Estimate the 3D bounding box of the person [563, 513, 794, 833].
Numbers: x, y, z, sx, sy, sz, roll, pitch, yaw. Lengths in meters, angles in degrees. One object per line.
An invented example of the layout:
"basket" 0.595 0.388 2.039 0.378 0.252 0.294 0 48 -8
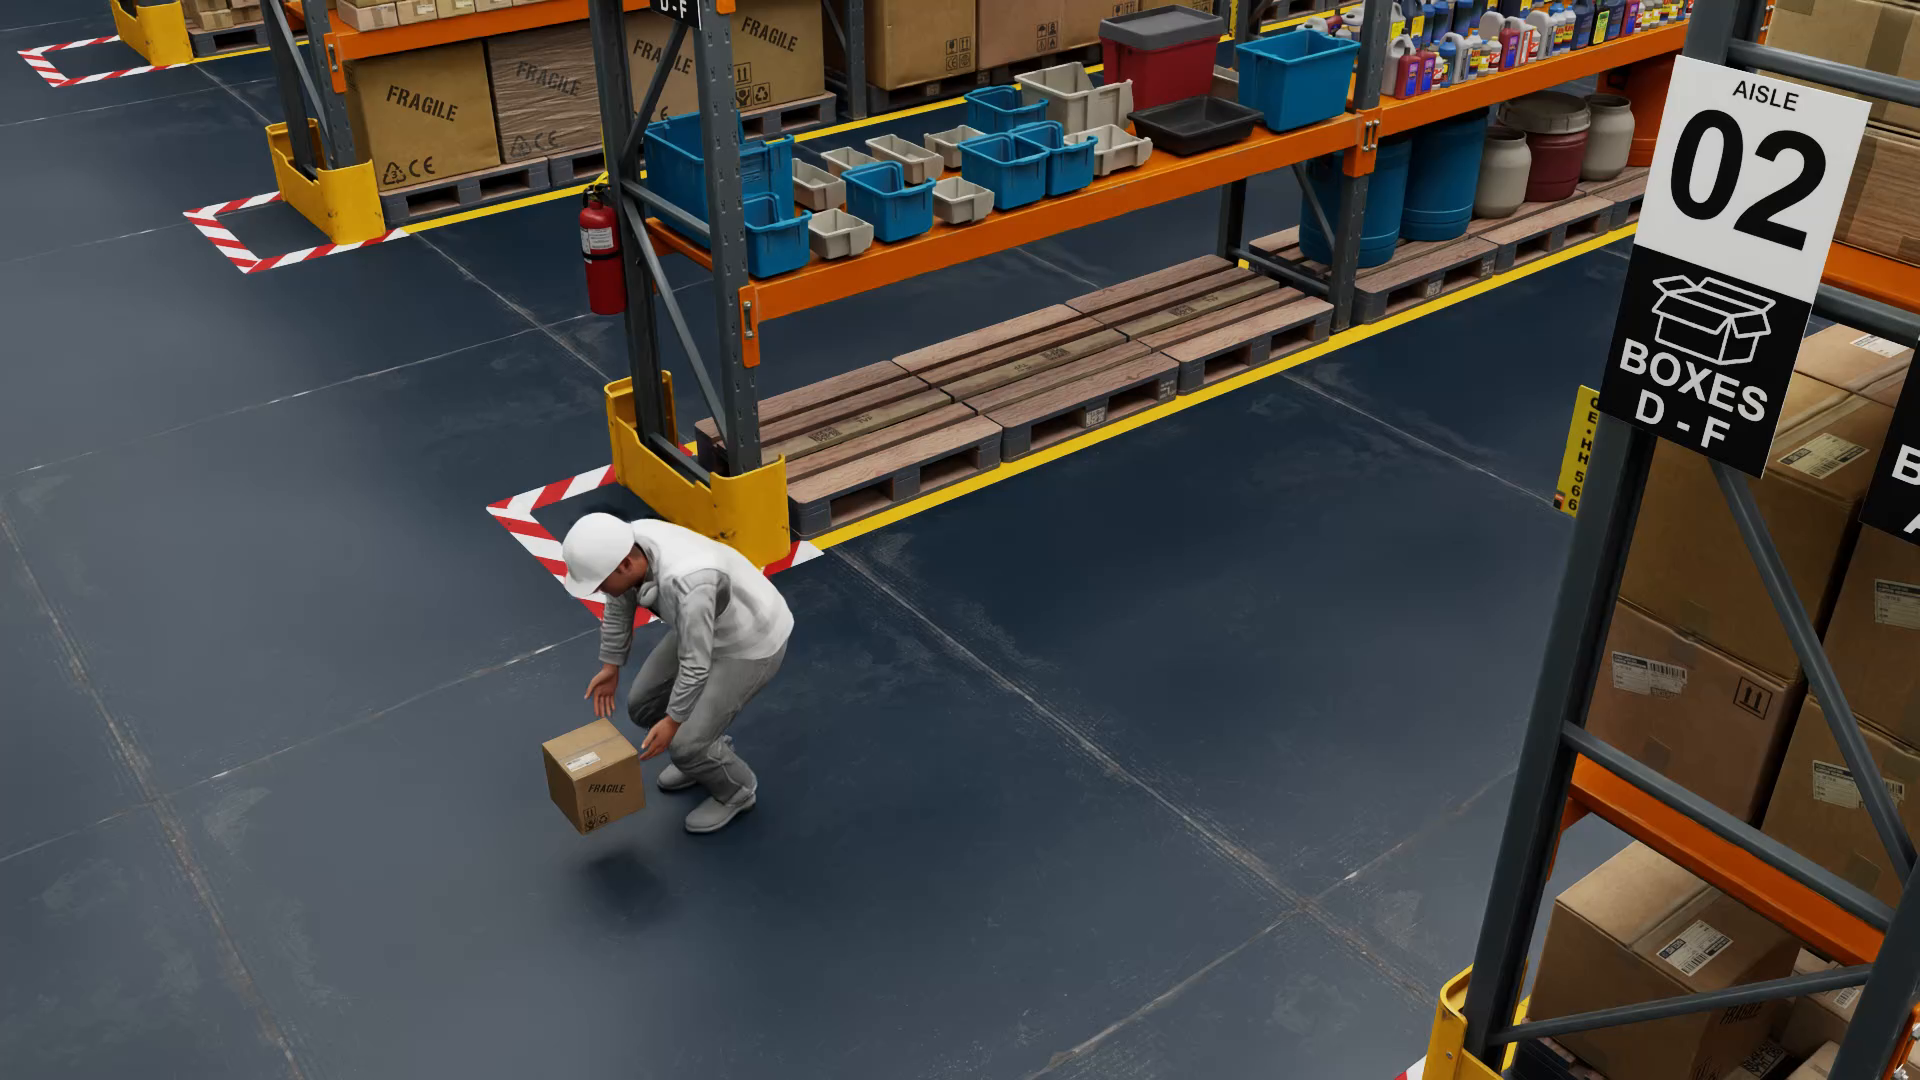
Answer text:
"person" -0.960 0.414 5.840 0.797 1.363 0.590 -22 38 -31
